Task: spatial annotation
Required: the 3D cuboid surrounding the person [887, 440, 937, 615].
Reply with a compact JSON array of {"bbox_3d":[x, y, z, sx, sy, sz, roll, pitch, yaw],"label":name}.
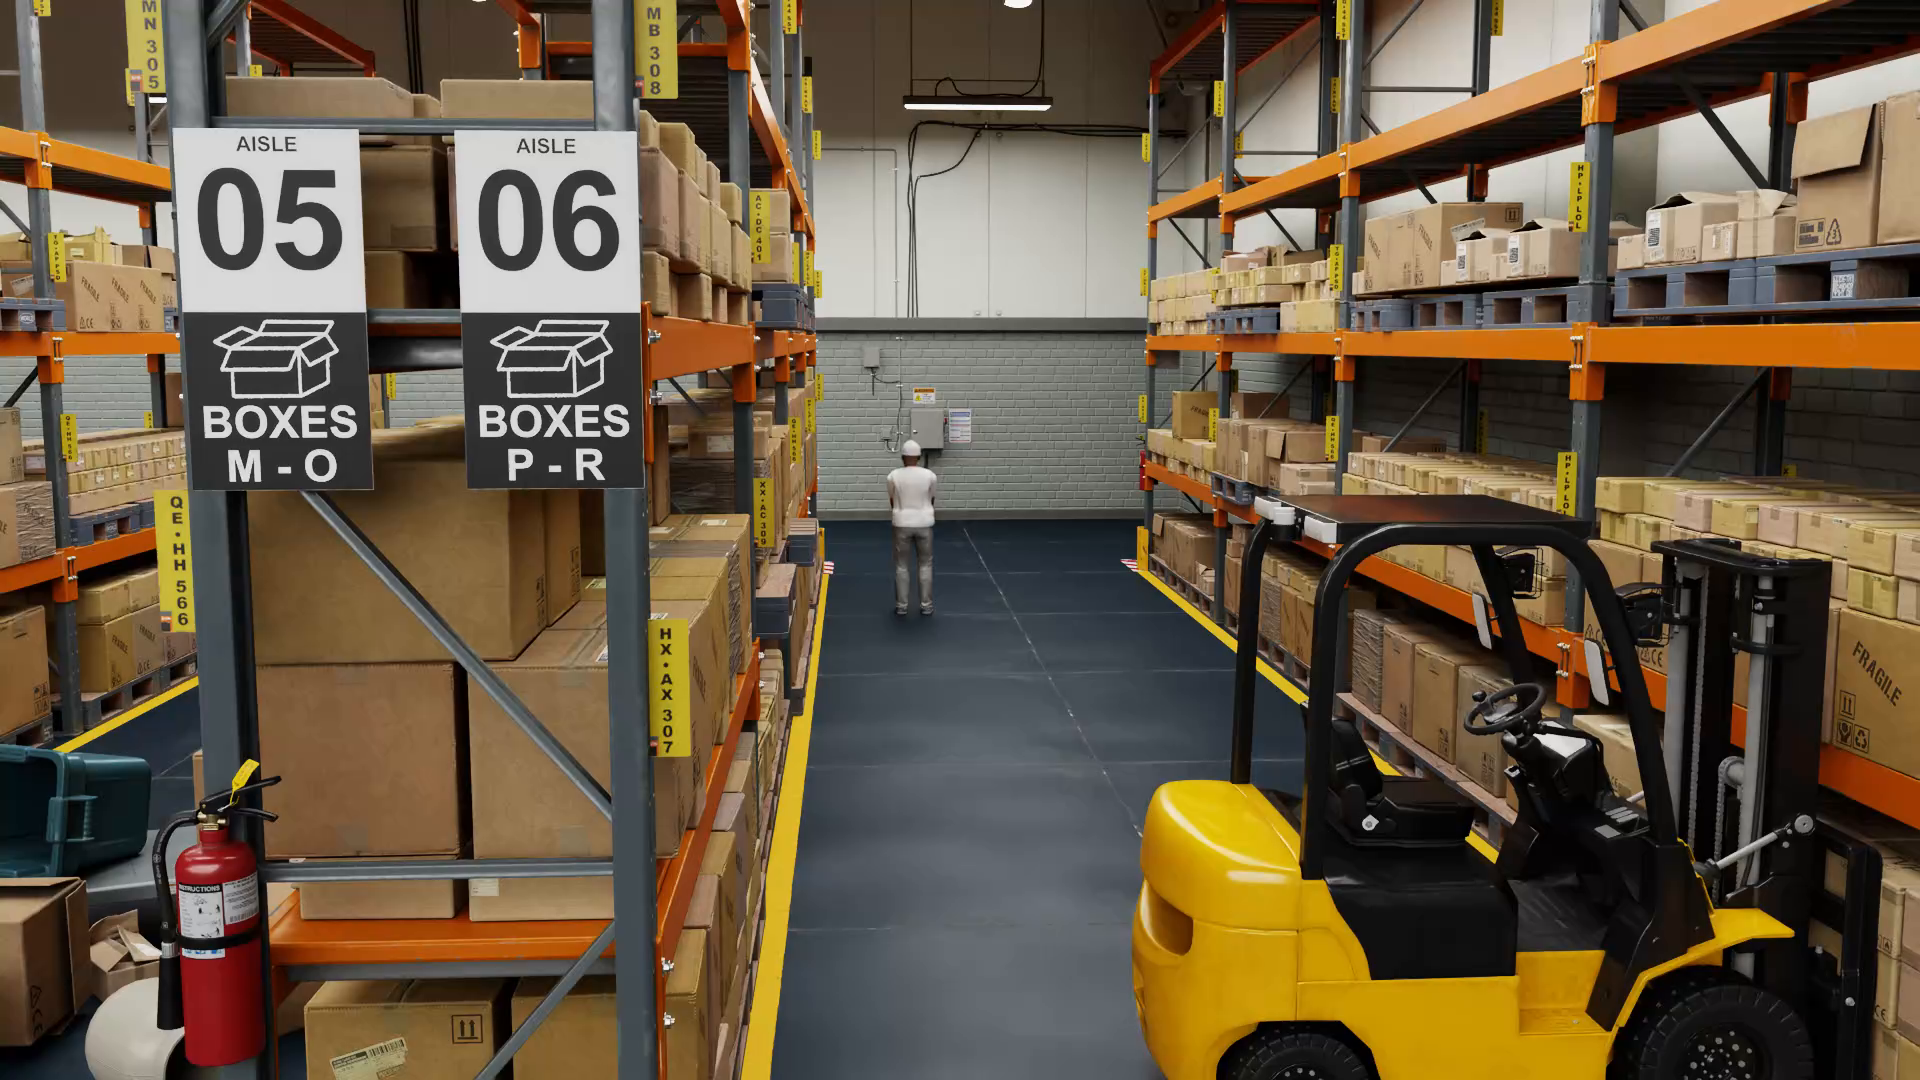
[{"bbox_3d":[-0.490,-0.142,16.844,0.504,1.761,0.578,0,7,-3],"label":"person"}]
